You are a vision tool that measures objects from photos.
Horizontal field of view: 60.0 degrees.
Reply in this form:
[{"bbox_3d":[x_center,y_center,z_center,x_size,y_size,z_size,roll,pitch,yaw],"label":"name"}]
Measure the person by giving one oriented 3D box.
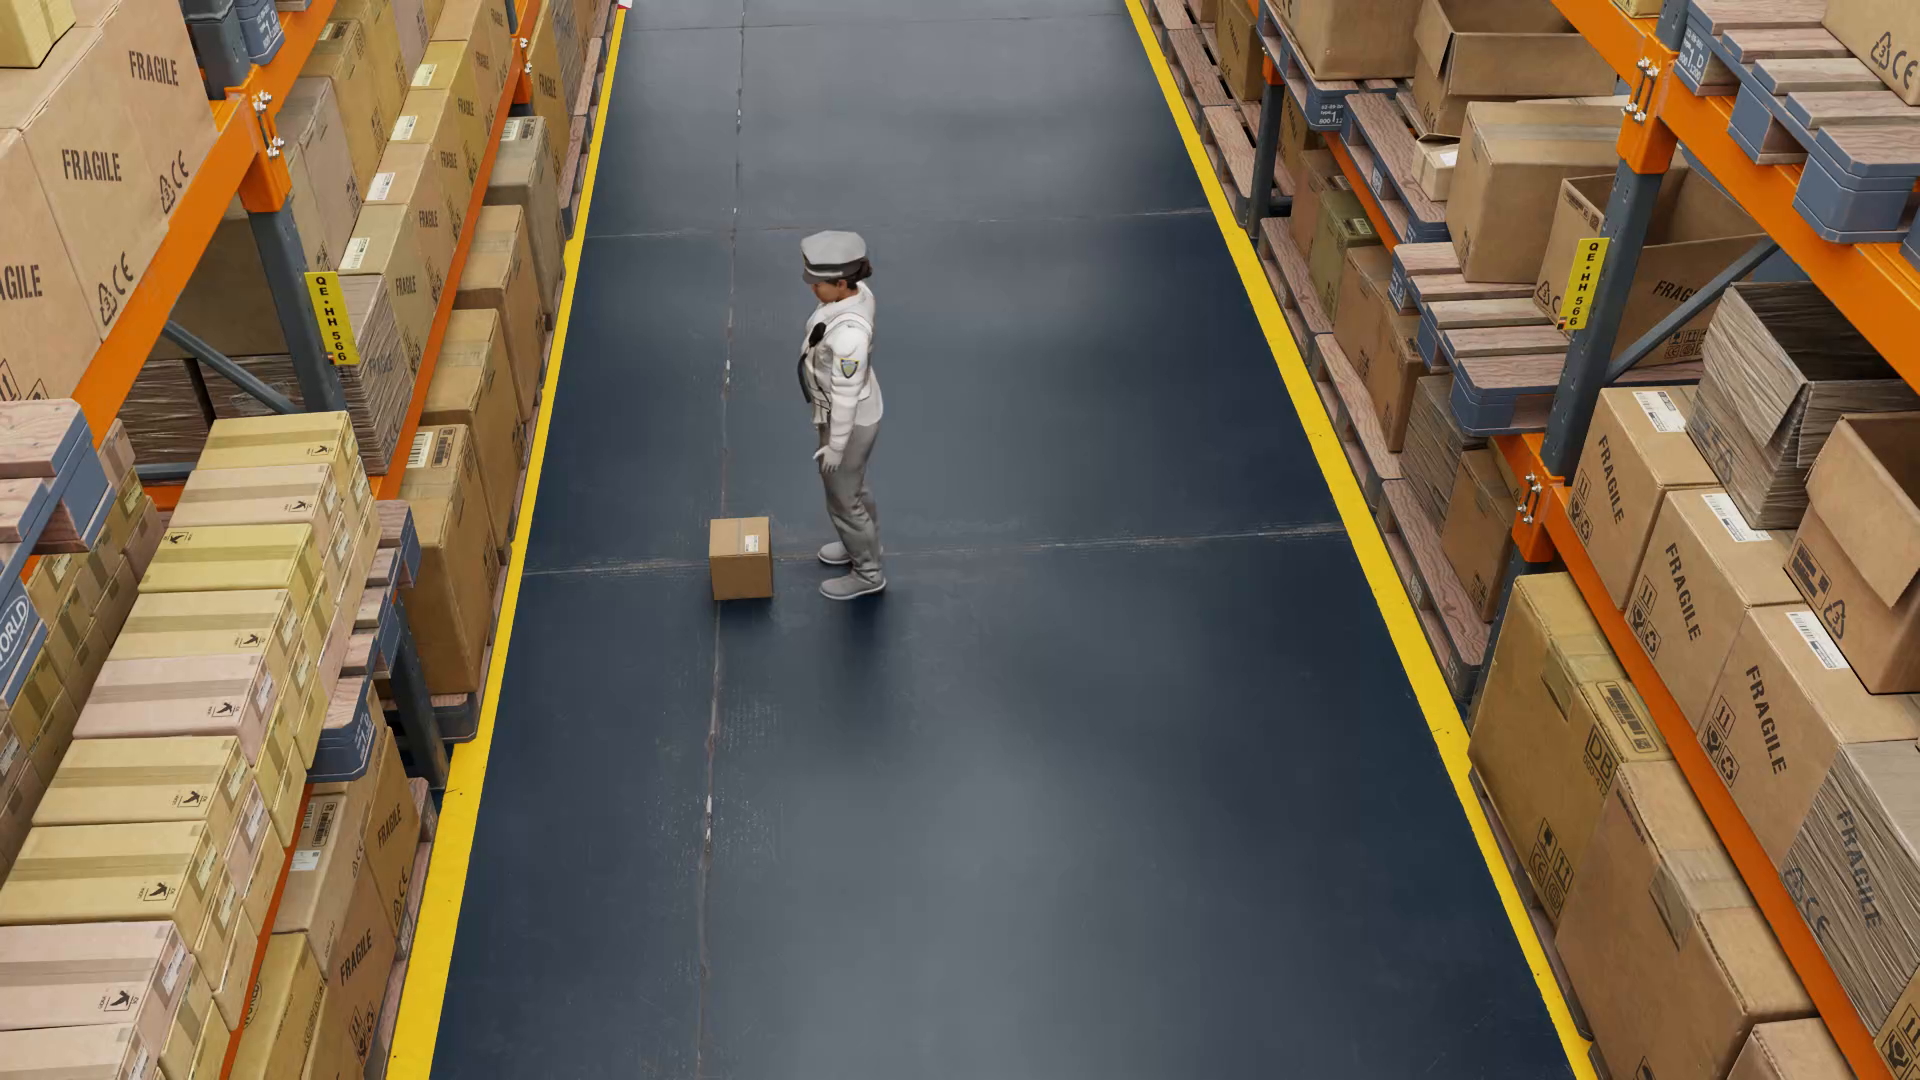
[{"bbox_3d":[-0.473,-0.478,6.745,0.328,1.666,0.470,-2,39,-3],"label":"person"}]
